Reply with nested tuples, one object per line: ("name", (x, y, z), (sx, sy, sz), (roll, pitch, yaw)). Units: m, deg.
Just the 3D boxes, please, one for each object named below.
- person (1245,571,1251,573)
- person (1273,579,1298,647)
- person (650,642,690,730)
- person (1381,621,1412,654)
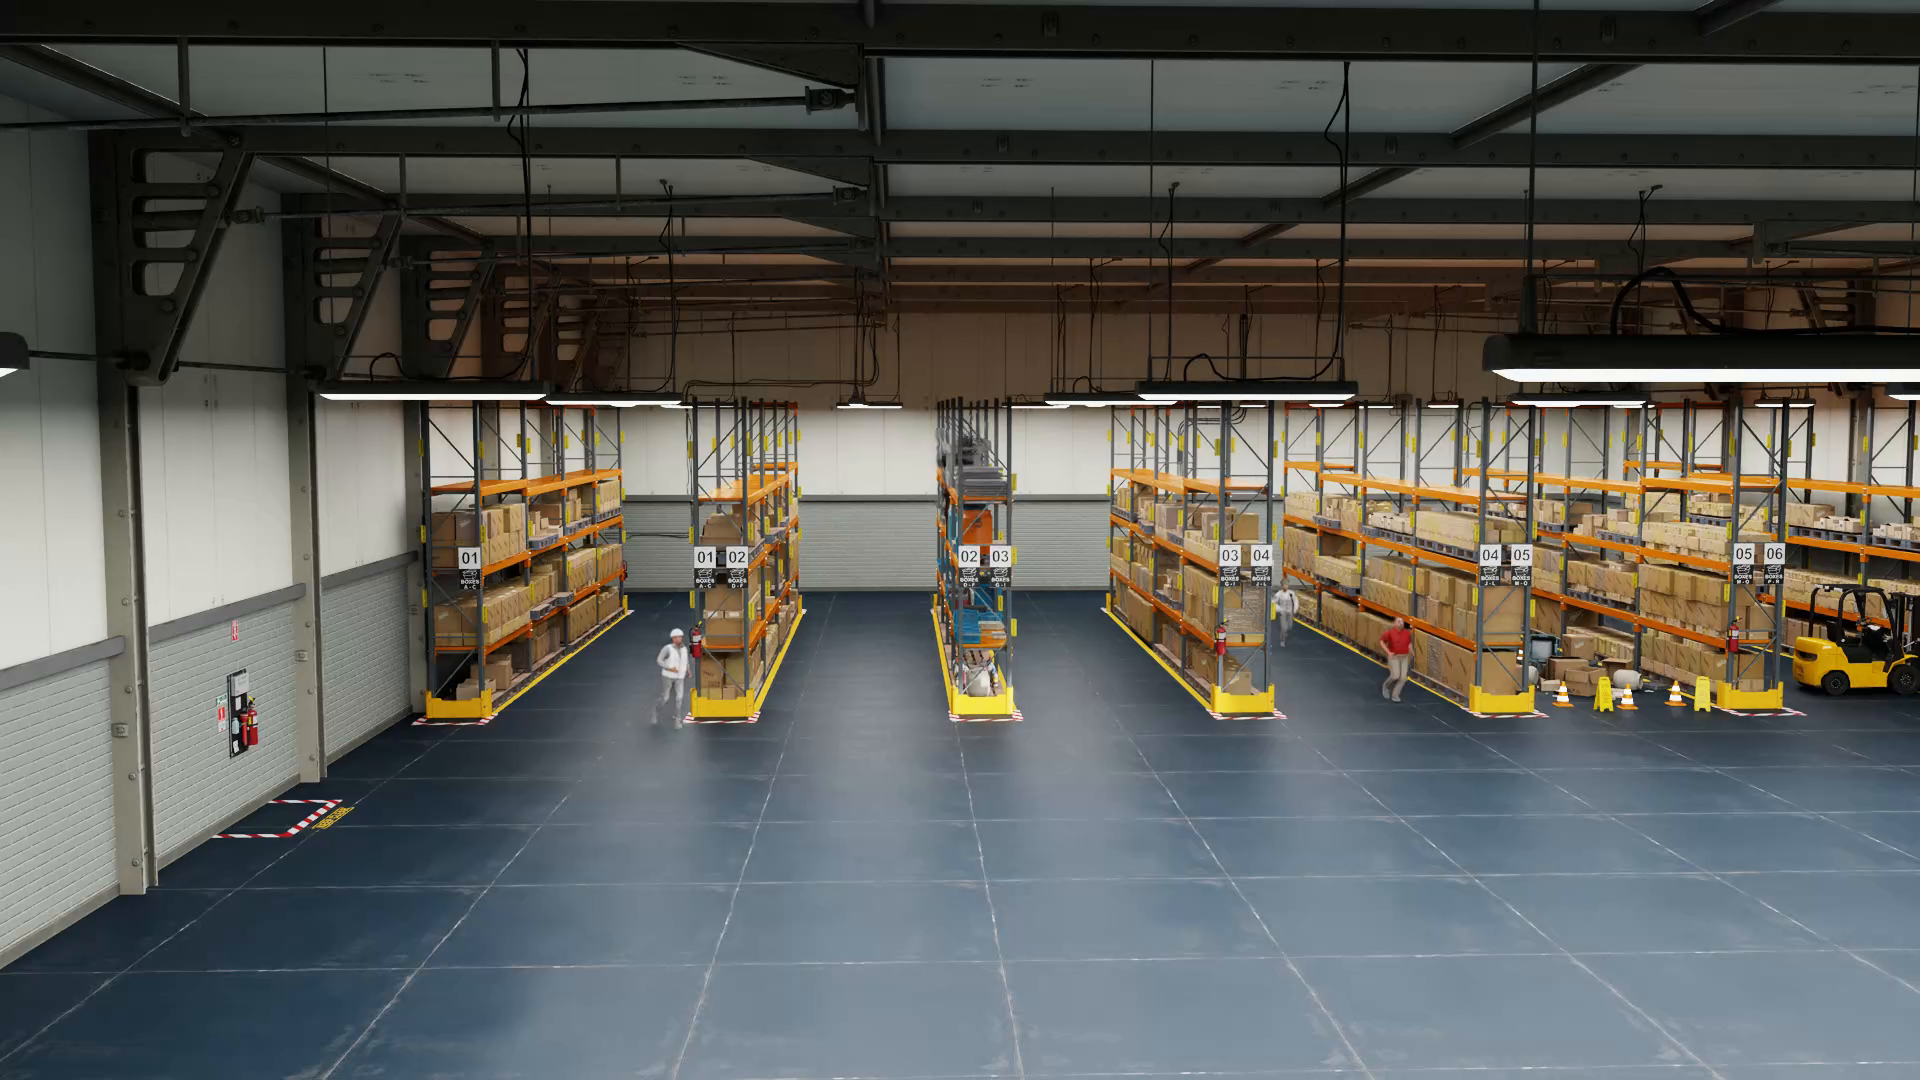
("person", (7.987, 1.265, 46.862), (0.674, 1.656, 0.917), (1, 4, 8))
("person", (7.951, 1.771, 40.593), (0.637, 1.661, 0.615), (0, 4, -1))
("person", (-5.172, 2.622, 30.223), (0.724, 1.523, 0.878), (-4, 6, -40))
("person", (8.628, 1.919, 32.745), (0.629, 0.687, 0.381), (-1, 5, -13))
